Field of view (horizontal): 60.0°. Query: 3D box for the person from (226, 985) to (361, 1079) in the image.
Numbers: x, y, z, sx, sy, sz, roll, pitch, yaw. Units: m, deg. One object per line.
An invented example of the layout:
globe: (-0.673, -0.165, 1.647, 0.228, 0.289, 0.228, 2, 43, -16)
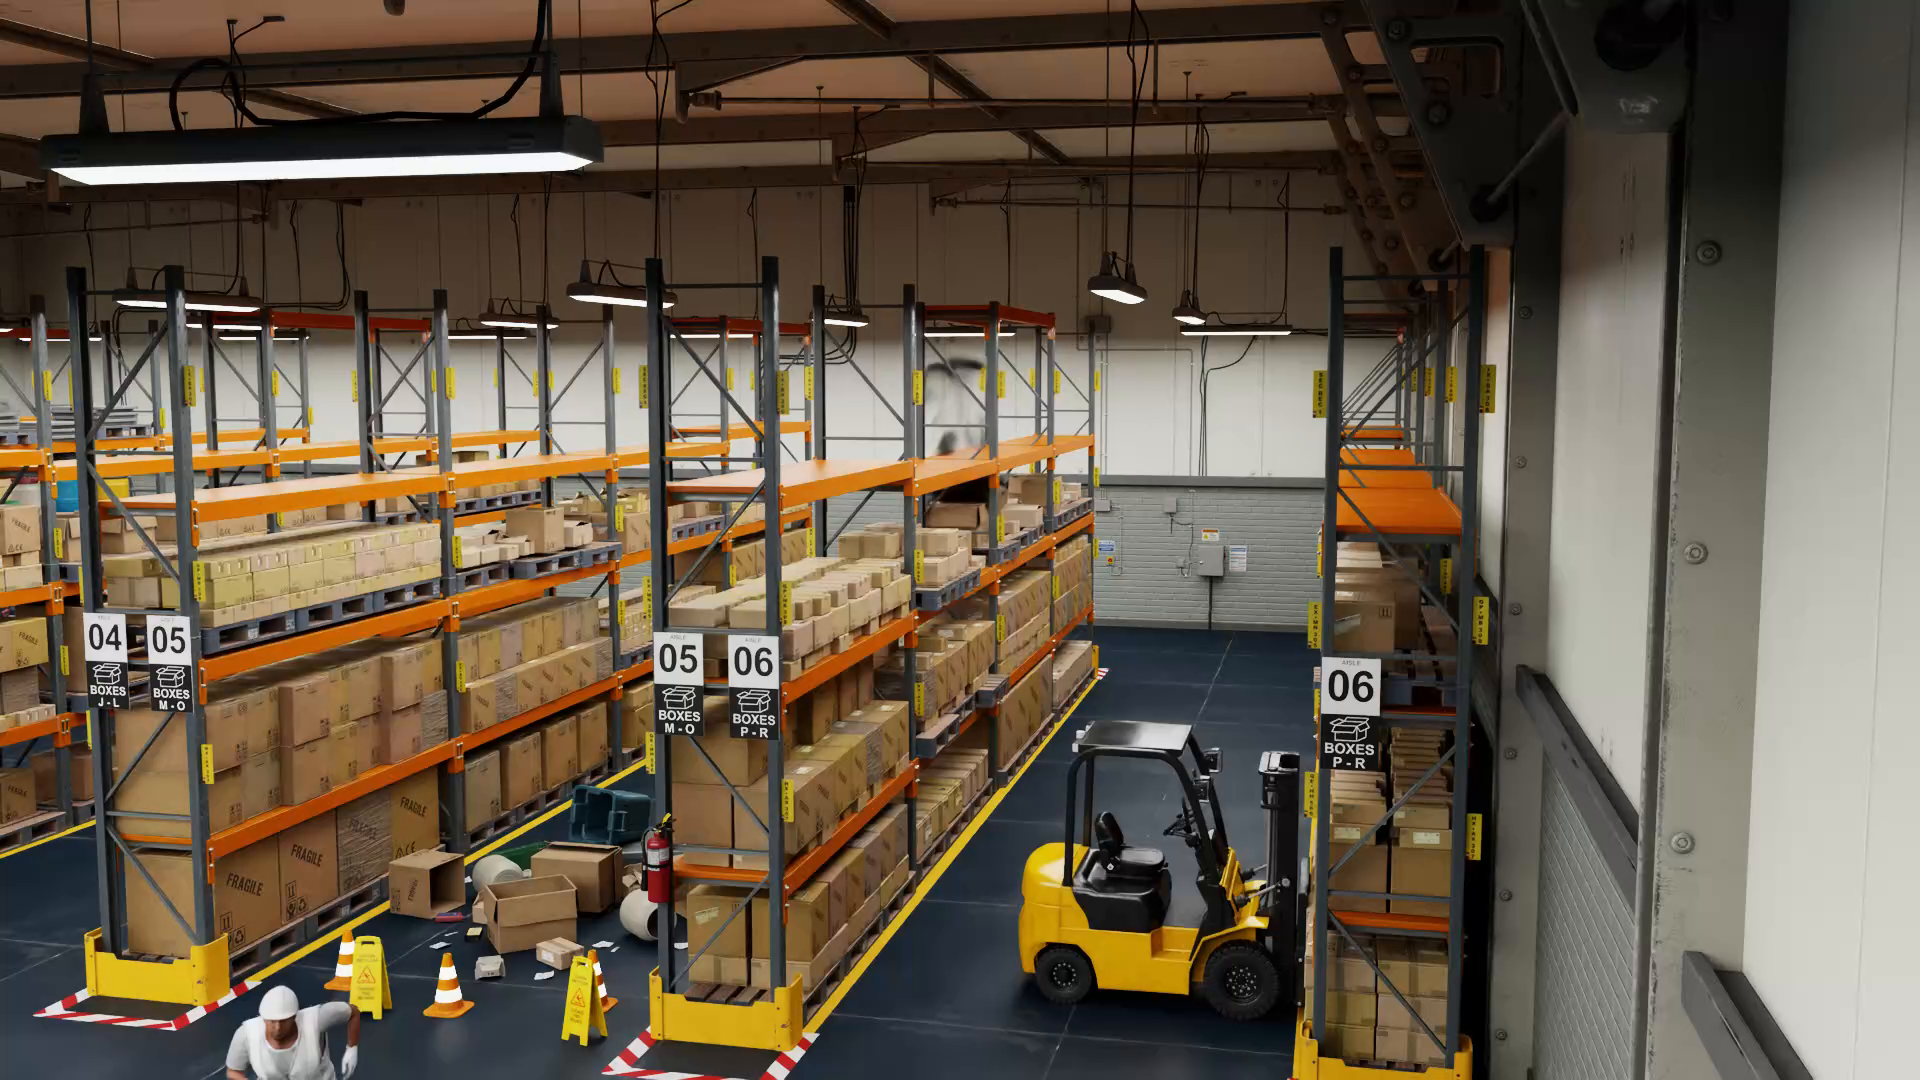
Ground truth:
person: (-3.929, 3.365, 9.882, 0.728, 1.722, 1.014, -1, 6, -13)
